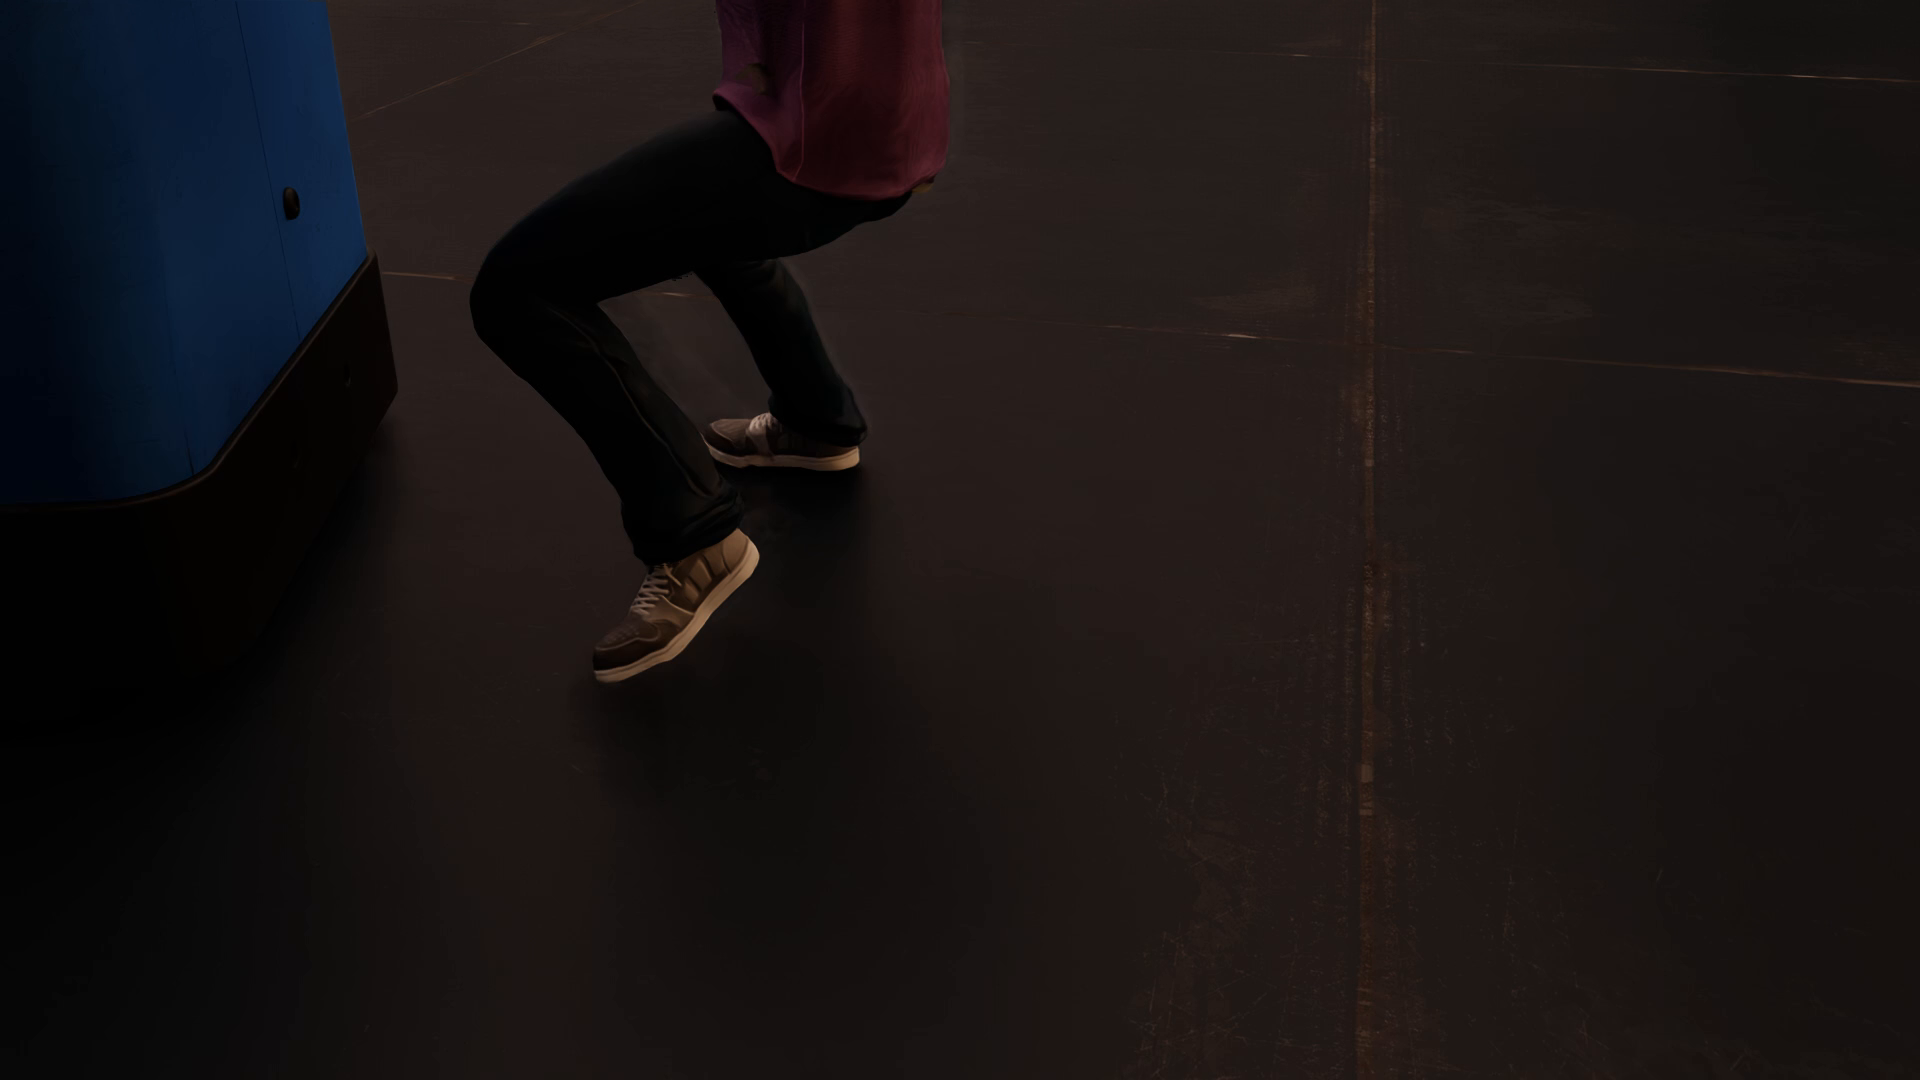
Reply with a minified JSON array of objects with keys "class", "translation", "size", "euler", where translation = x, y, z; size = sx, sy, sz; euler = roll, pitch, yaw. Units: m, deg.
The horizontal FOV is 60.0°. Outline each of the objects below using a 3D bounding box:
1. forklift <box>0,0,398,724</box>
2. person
[{"class":"forklift","translation":[-2.430,-1.244,1.712],"size":[3.031,2.935,1.130],"euler":[-2,27,-5]},{"class":"person","translation":[-0.350,-0.568,2.094],"size":[0.674,1.373,0.878],"euler":[7,28,14]}]
